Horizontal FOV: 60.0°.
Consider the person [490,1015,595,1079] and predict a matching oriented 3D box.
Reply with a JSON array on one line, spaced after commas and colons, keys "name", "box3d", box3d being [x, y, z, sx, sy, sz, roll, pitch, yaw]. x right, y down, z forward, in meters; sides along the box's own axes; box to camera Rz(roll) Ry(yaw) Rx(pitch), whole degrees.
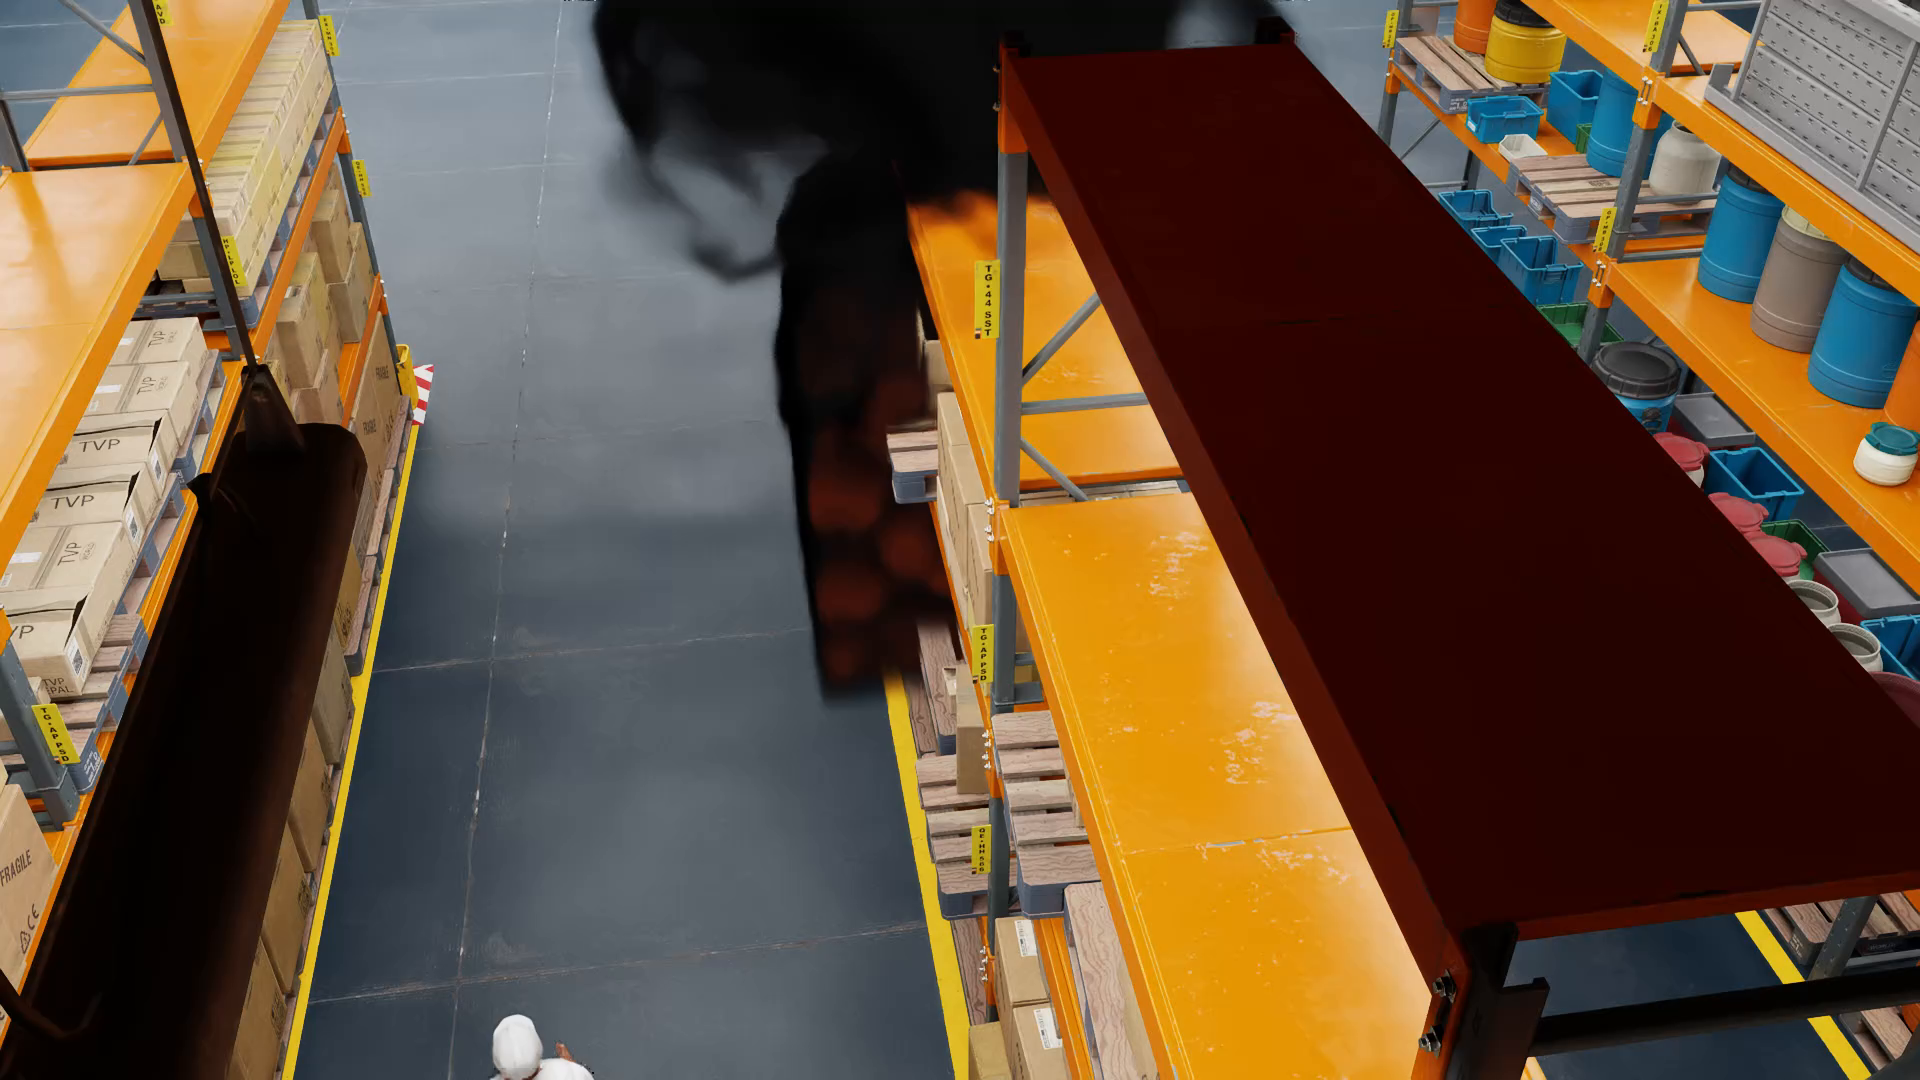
[{"name": "person", "box3d": [-1.964, 2.799, 7.727, 0.681, 1.810, 0.622, -11, 38, -15]}]
